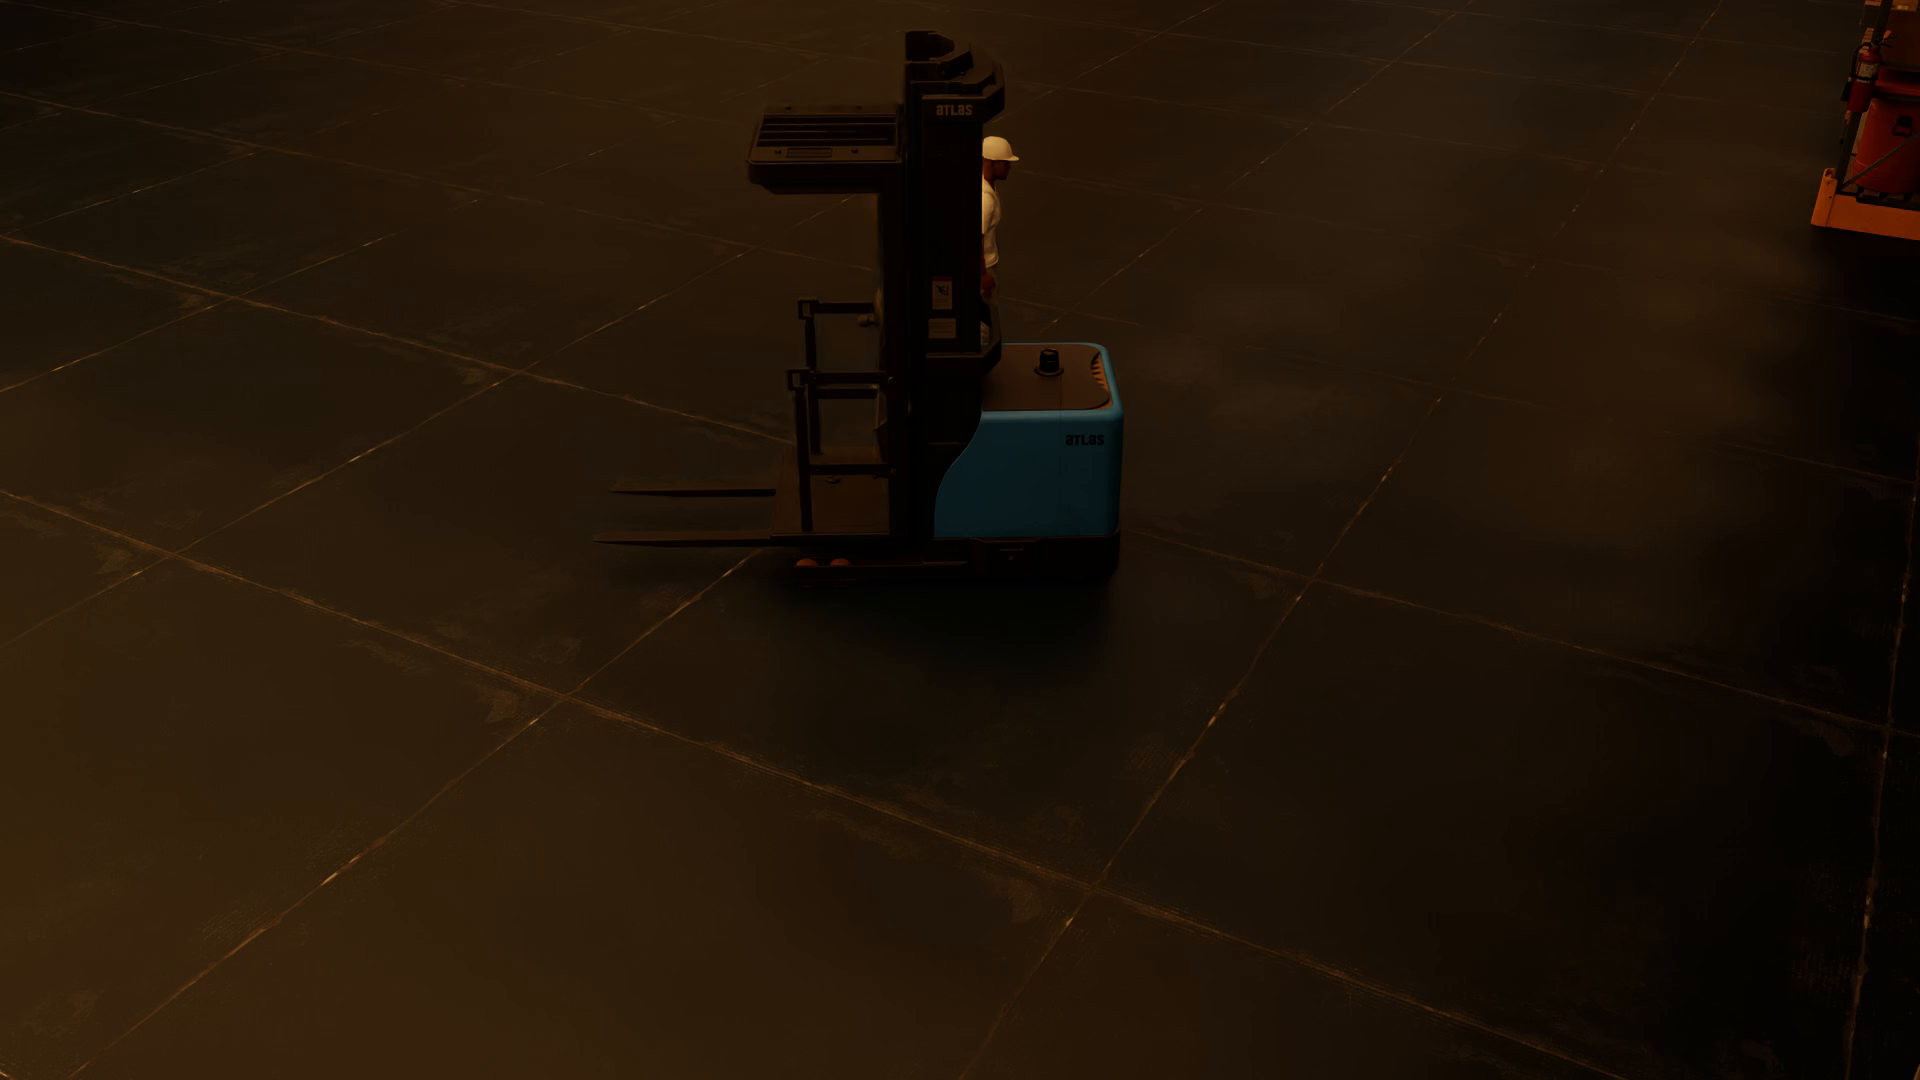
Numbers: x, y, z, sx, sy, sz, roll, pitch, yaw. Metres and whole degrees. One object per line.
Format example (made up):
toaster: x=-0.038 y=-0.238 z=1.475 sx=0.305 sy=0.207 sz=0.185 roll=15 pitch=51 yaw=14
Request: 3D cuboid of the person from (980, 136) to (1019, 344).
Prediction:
person: x=0.169 y=-1.943 z=11.613 sx=0.460 sy=1.759 sz=0.636 roll=1 pitch=30 yaw=1

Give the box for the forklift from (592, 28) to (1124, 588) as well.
forklift: x=-0.610 y=-1.261 z=9.256 sx=3.031 sy=2.935 sz=1.130 roll=-1 pitch=30 yaw=-1
